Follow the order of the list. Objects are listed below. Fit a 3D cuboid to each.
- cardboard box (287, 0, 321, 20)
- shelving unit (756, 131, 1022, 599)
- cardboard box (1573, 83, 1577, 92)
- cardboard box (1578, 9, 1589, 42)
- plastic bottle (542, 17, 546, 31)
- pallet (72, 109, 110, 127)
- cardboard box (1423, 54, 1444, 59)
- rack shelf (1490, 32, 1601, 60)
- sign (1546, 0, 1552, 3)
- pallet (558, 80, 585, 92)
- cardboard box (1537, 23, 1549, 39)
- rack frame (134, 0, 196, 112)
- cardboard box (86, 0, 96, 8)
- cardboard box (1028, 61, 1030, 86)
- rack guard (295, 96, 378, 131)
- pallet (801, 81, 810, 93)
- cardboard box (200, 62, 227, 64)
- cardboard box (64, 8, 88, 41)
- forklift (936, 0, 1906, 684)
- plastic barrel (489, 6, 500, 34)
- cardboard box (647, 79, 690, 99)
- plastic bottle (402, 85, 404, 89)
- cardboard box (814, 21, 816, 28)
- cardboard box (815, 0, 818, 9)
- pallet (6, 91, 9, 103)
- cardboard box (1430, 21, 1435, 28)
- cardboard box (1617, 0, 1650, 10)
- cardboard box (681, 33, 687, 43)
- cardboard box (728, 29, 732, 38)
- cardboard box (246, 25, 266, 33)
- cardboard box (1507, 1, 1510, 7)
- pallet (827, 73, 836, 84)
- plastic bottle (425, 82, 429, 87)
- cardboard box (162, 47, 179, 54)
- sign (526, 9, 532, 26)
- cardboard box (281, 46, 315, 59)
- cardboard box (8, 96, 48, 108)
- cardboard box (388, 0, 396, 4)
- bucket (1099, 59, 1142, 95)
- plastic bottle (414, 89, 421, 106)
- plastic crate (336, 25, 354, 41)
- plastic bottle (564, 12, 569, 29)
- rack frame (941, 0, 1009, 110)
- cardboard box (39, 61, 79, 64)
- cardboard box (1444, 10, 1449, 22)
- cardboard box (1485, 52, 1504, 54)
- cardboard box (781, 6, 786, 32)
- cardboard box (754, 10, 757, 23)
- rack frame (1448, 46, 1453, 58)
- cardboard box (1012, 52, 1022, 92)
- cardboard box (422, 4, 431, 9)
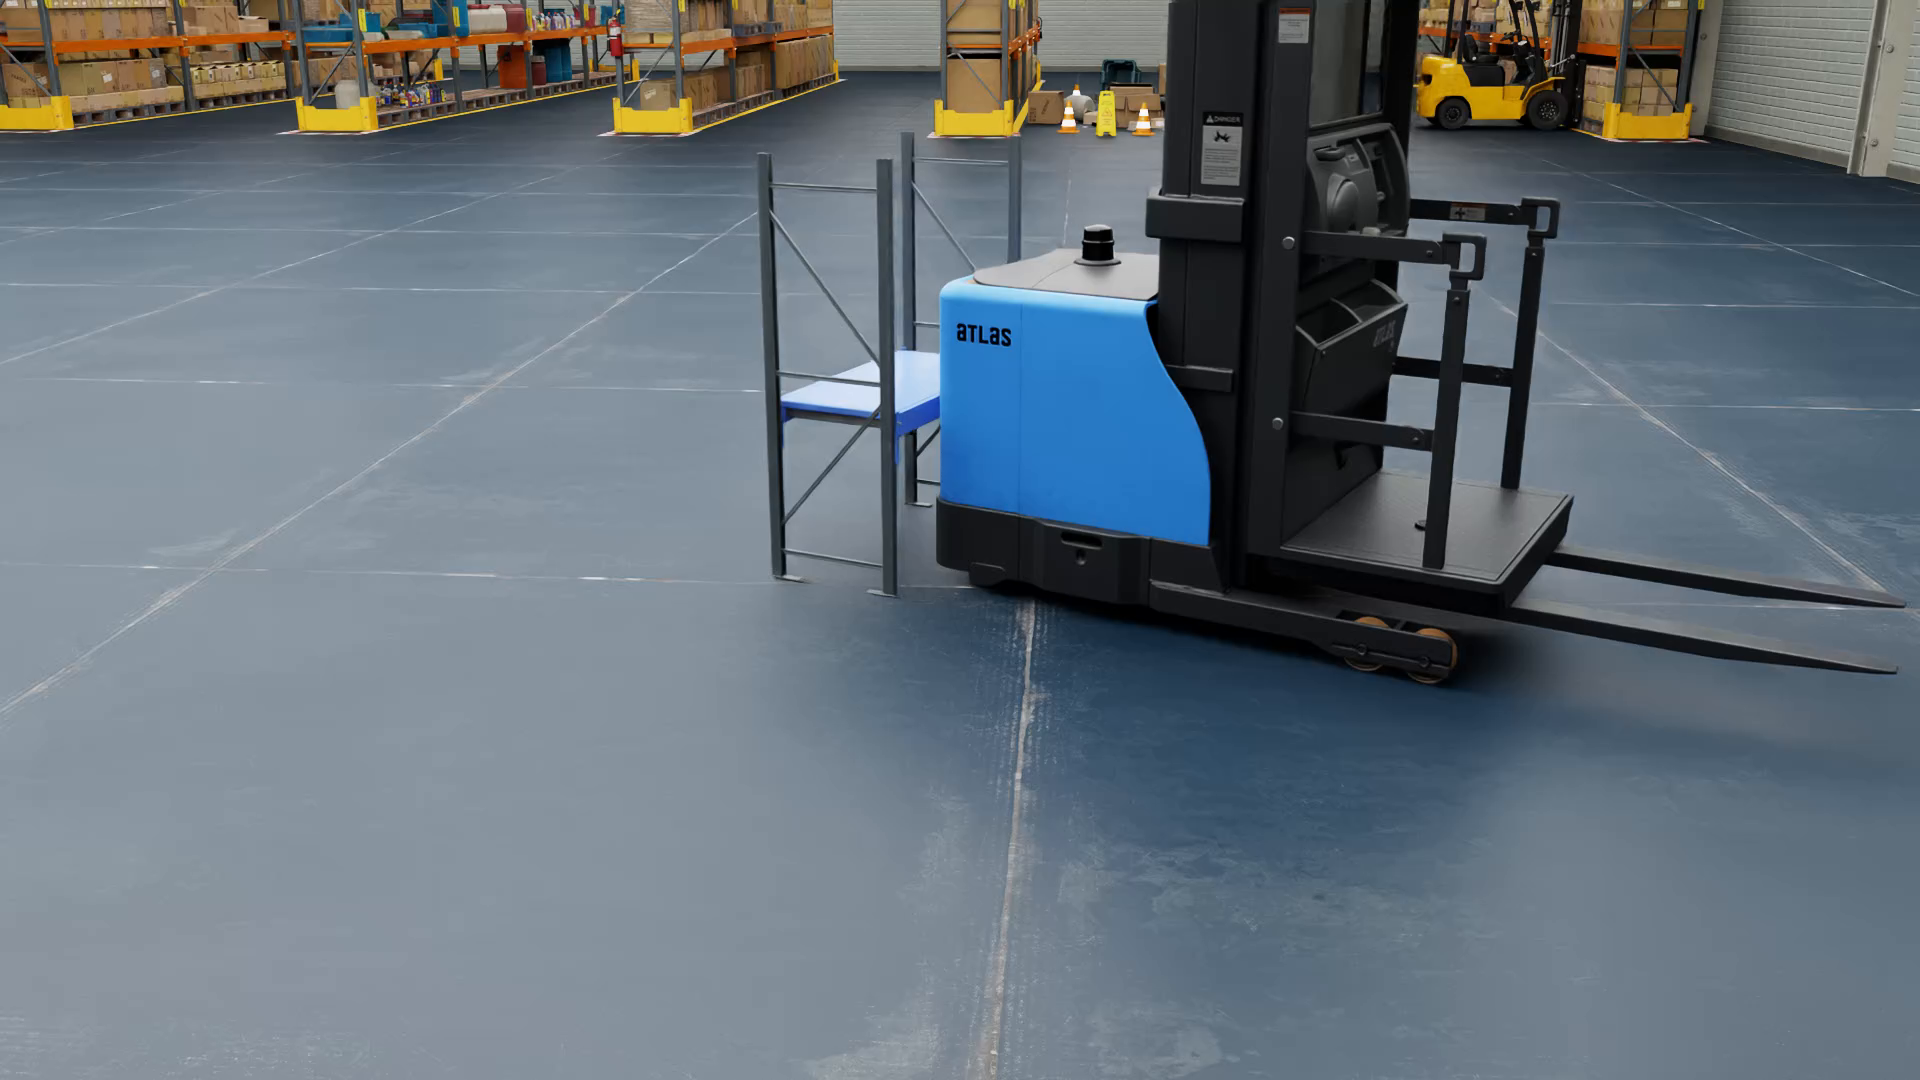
[{"bbox_3d":[-13.843,-11.133,34.747,0.700,0.500,0.500,5,19,14],"label":"cardboard box"},{"bbox_3d":[-0.222,-0.688,6.115,0.538,1.500,1.048,9,20,25],"label":"shelving unit"},{"bbox_3d":[9.937,-7.131,26.306,0.500,0.250,0.500,1,18,4],"label":"cardboard box"},{"bbox_3d":[9.993,-8.053,26.022,0.500,0.500,0.500,1,18,4],"label":"cardboard box"},{"bbox_3d":[-8.636,-10.685,34.421,0.097,0.271,0.097,0,18,0],"label":"plastic bottle"},{"bbox_3d":[-14.592,-6.837,26.949,1.003,0.211,1.213,1,18,4],"label":"pallet"},{"bbox_3d":[11.020,-10.899,38.207,0.700,0.500,0.500,2,18,6],"label":"cardboard box"},{"bbox_3d":[10.542,-8.892,29.898,1.077,0.370,4.000,1,18,4],"label":"rack shelf"},{"bbox_3d":[9.856,-9.134,27.750,0.100,0.325,0.005,1,18,4],"label":"sign"},{"bbox_3d":[-8.901,-9.975,36.526,1.003,0.211,1.213,1,18,4],"label":"pallet"},{"bbox_3d":[10.173,-8.704,28.409,0.500,0.250,0.500,2,18,5],"label":"cardboard box"},{"bbox_3d":[-14.318,-9.166,29.579,1.000,3.000,0.127,1,18,4],"label":"rack frame"},{"bbox_3d":[-14.290,-8.717,27.007,0.380,0.149,0.250,1,18,2],"label":"cardboard box"},{"bbox_3d":[1.196,-9.744,34.682,0.500,0.500,0.500,1,18,3],"label":"cardboard box"},{"bbox_3d":[-9.706,-6.649,25.911,1.175,0.500,0.348,1,18,4],"label":"rack guard"},{"bbox_3d":[-3.844,-9.862,36.181,1.003,0.211,1.213,1,18,4],"label":"pallet"},{"bbox_3d":[-14.430,-9.090,32.187,0.500,0.311,0.500,1,18,2],"label":"cardboard box"},{"bbox_3d":[-14.526,-8.279,26.711,0.700,0.500,0.500,2,18,5],"label":"cardboard box"},{"bbox_3d":[1.447,-1.142,5.202,3.031,2.935,1.130,10,21,29],"label":"forklift"},{"bbox_3d":[-8.982,-9.894,31.623,0.421,0.512,0.421,0,18,0],"label":"plastic barrel"},{"bbox_3d":[-4.654,-7.093,26.592,0.500,0.500,0.500,6,19,18],"label":"cardboard box"},{"bbox_3d":[-9.727,-7.780,29.005,0.061,0.283,0.133,1,18,4],"label":"plastic bottle"},{"bbox_3d":[-3.457,-11.638,37.528,0.380,0.149,0.250,1,18,2],"label":"cardboard box"},{"bbox_3d":[-3.499,-12.312,37.739,0.500,0.500,0.500,1,18,2],"label":"cardboard box"},{"bbox_3d":[-19.120,-8.572,32.244,1.003,0.211,1.213,1,18,4],"label":"pallet"},{"bbox_3d":[10.821,-11.643,37.542,0.380,0.149,0.250,2,18,5],"label":"cardboard box"},{"bbox_3d":[9.857,-7.840,24.330,0.380,0.149,0.250,2,18,5],"label":"cardboard box"},{"bbox_3d":[-4.429,-7.742,25.637,0.380,0.149,0.250,1,18,4],"label":"cardboard box"},{"bbox_3d":[-4.160,-8.751,28.715,0.380,0.149,0.250,1,18,4],"label":"cardboard box"},{"bbox_3d":[-13.820,-10.003,32.538,0.380,0.149,0.250,1,18,4],"label":"cardboard box"},{"bbox_3d":[10.358,-9.955,30.785,0.380,0.149,0.250,2,18,5],"label":"cardboard box"},{"bbox_3d":[-3.557,-11.095,39.945,1.003,0.211,1.213,1,18,4],"label":"pallet"},{"bbox_3d":[-9.280,-7.801,28.961,0.144,0.351,0.185,1,18,4],"label":"plastic bottle"},{"bbox_3d":[-18.323,-11.412,38.732,0.380,0.149,0.250,2,18,6],"label":"cardboard box"},{"bbox_3d":[-8.542,-10.364,32.973,0.100,0.325,0.005,1,18,4],"label":"sign"},{"bbox_3d":[-14.129,-10.417,35.500,0.500,0.250,0.500,1,18,3],"label":"cardboard box"},{"bbox_3d":[-14.861,-6.990,26.678,0.500,0.250,0.500,1,18,4],"label":"cardboard box"},{"bbox_3d":[-13.356,-12.633,38.394,0.500,0.500,0.500,1,18,2],"label":"cardboard box"},{"bbox_3d":[2.792,-7.874,28.453,0.726,0.611,0.620,8,10,23],"label":"bucket"},{"bbox_3d":[-9.177,-7.481,28.112,0.097,0.271,0.097,0,18,0],"label":"plastic bottle"},{"bbox_3d":[-9.875,-8.105,26.579,0.499,0.251,0.408,1,18,4],"label":"plastic crate"},{"bbox_3d":[-8.544,-11.223,35.934,0.144,0.351,0.185,1,18,4],"label":"plastic bottle"},{"bbox_3d":[0.216,-7.559,24.675,1.000,3.000,0.127,1,18,4],"label":"rack frame"},{"bbox_3d":[-14.806,-7.657,27.511,0.500,0.500,0.500,1,18,4],"label":"cardboard box"},{"bbox_3d":[10.765,-11.331,35.949,0.500,0.250,0.500,2,18,5],"label":"cardboard box"},{"bbox_3d":[11.210,-10.139,34.847,0.380,0.149,0.250,1,18,4],"label":"cardboard box"},{"bbox_3d":[-3.810,-10.538,33.607,0.500,0.500,0.500,1,18,2],"label":"cardboard box"},{"bbox_3d":[-4.001,-9.798,31.048,0.396,0.266,0.258,1,18,2],"label":"cardboard box"},{"bbox_3d":[10.972,-11.097,35.473,1.000,3.000,0.127,1,18,4],"label":"rack frame"},{"bbox_3d":[0.656,-8.987,31.972,1.050,0.750,0.750,1,18,3],"label":"cardboard box"},{"bbox_3d":[-13.218,-12.795,40.494,0.500,0.500,0.500,2,18,6],"label":"cardboard box"}]
